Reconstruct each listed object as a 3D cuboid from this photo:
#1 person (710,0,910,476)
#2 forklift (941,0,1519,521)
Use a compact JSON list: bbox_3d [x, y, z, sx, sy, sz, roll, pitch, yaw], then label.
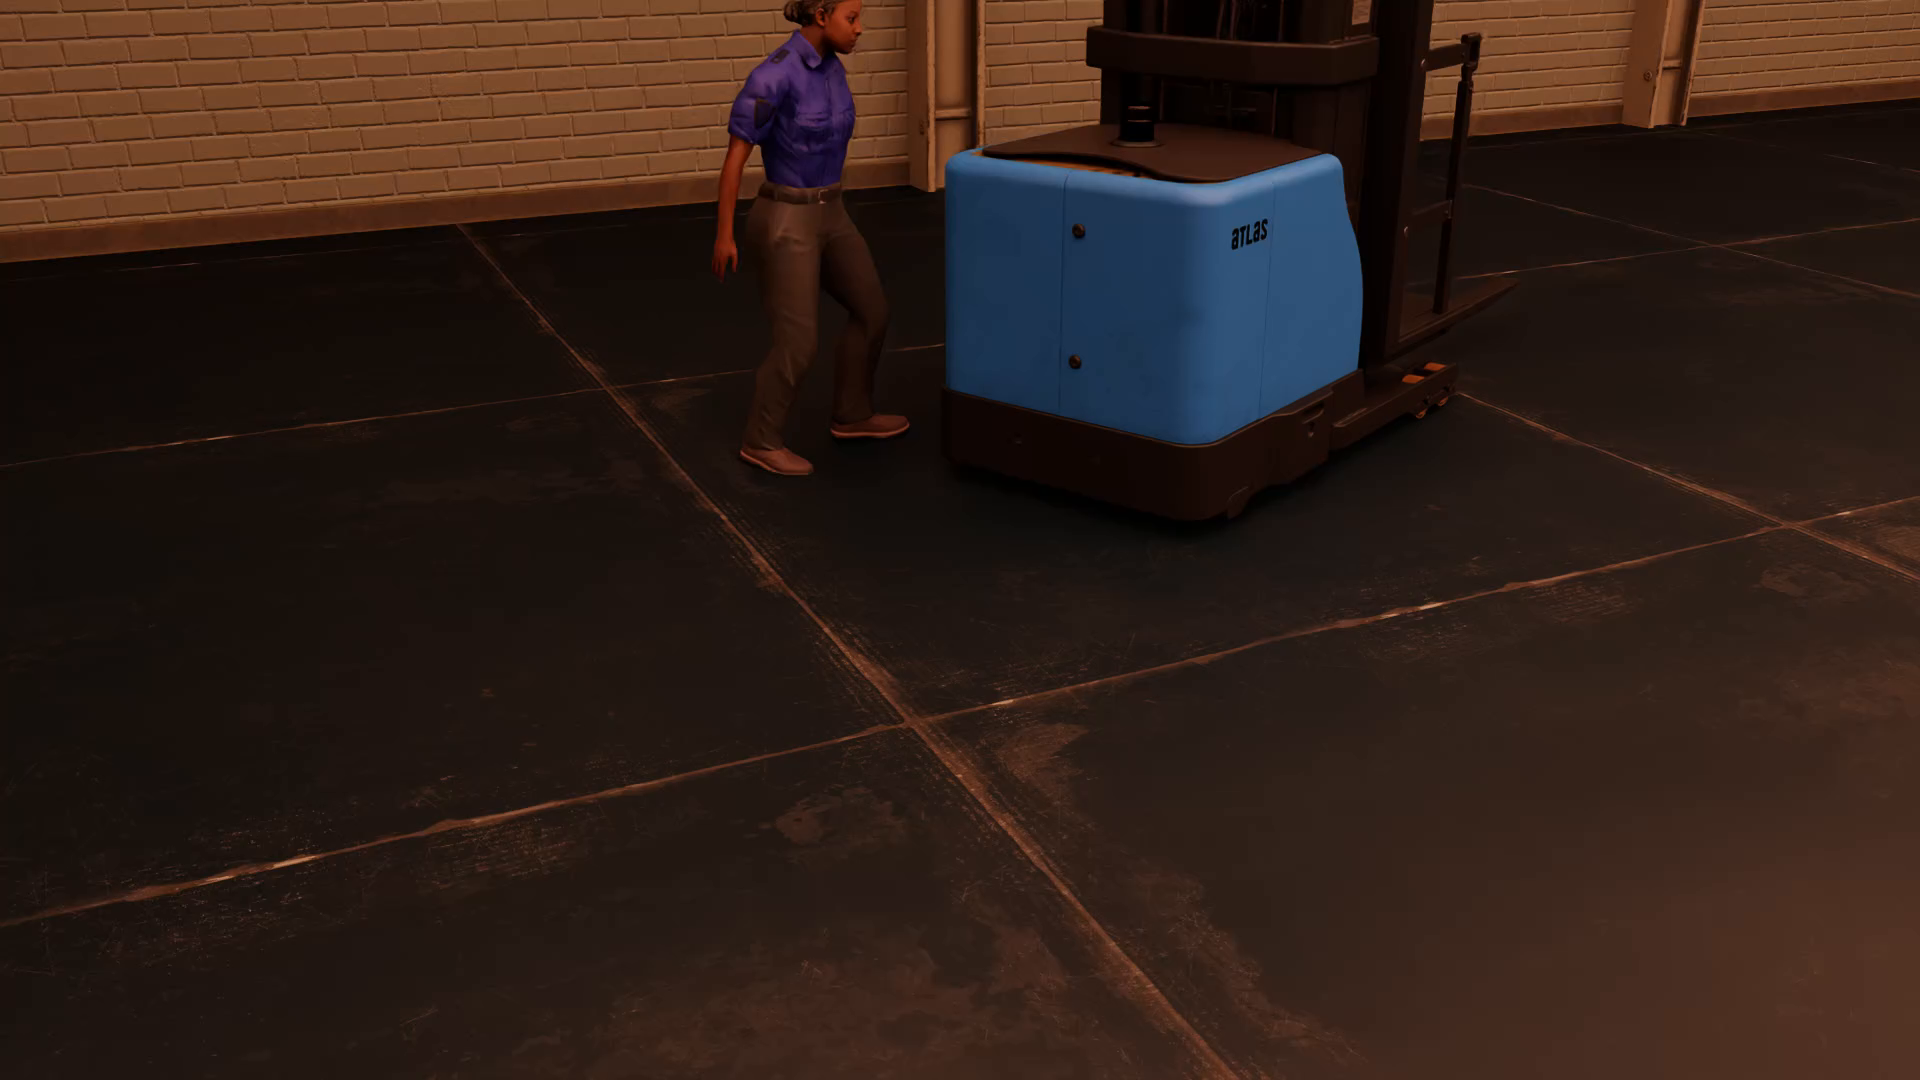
[{"bbox_3d":[-0.507,-1.030,5.508,0.396,1.628,0.804,13,26,29],"label":"person"},{"bbox_3d":[1.243,-1.908,5.879,1.130,2.935,3.031,17,28,35],"label":"forklift"}]
